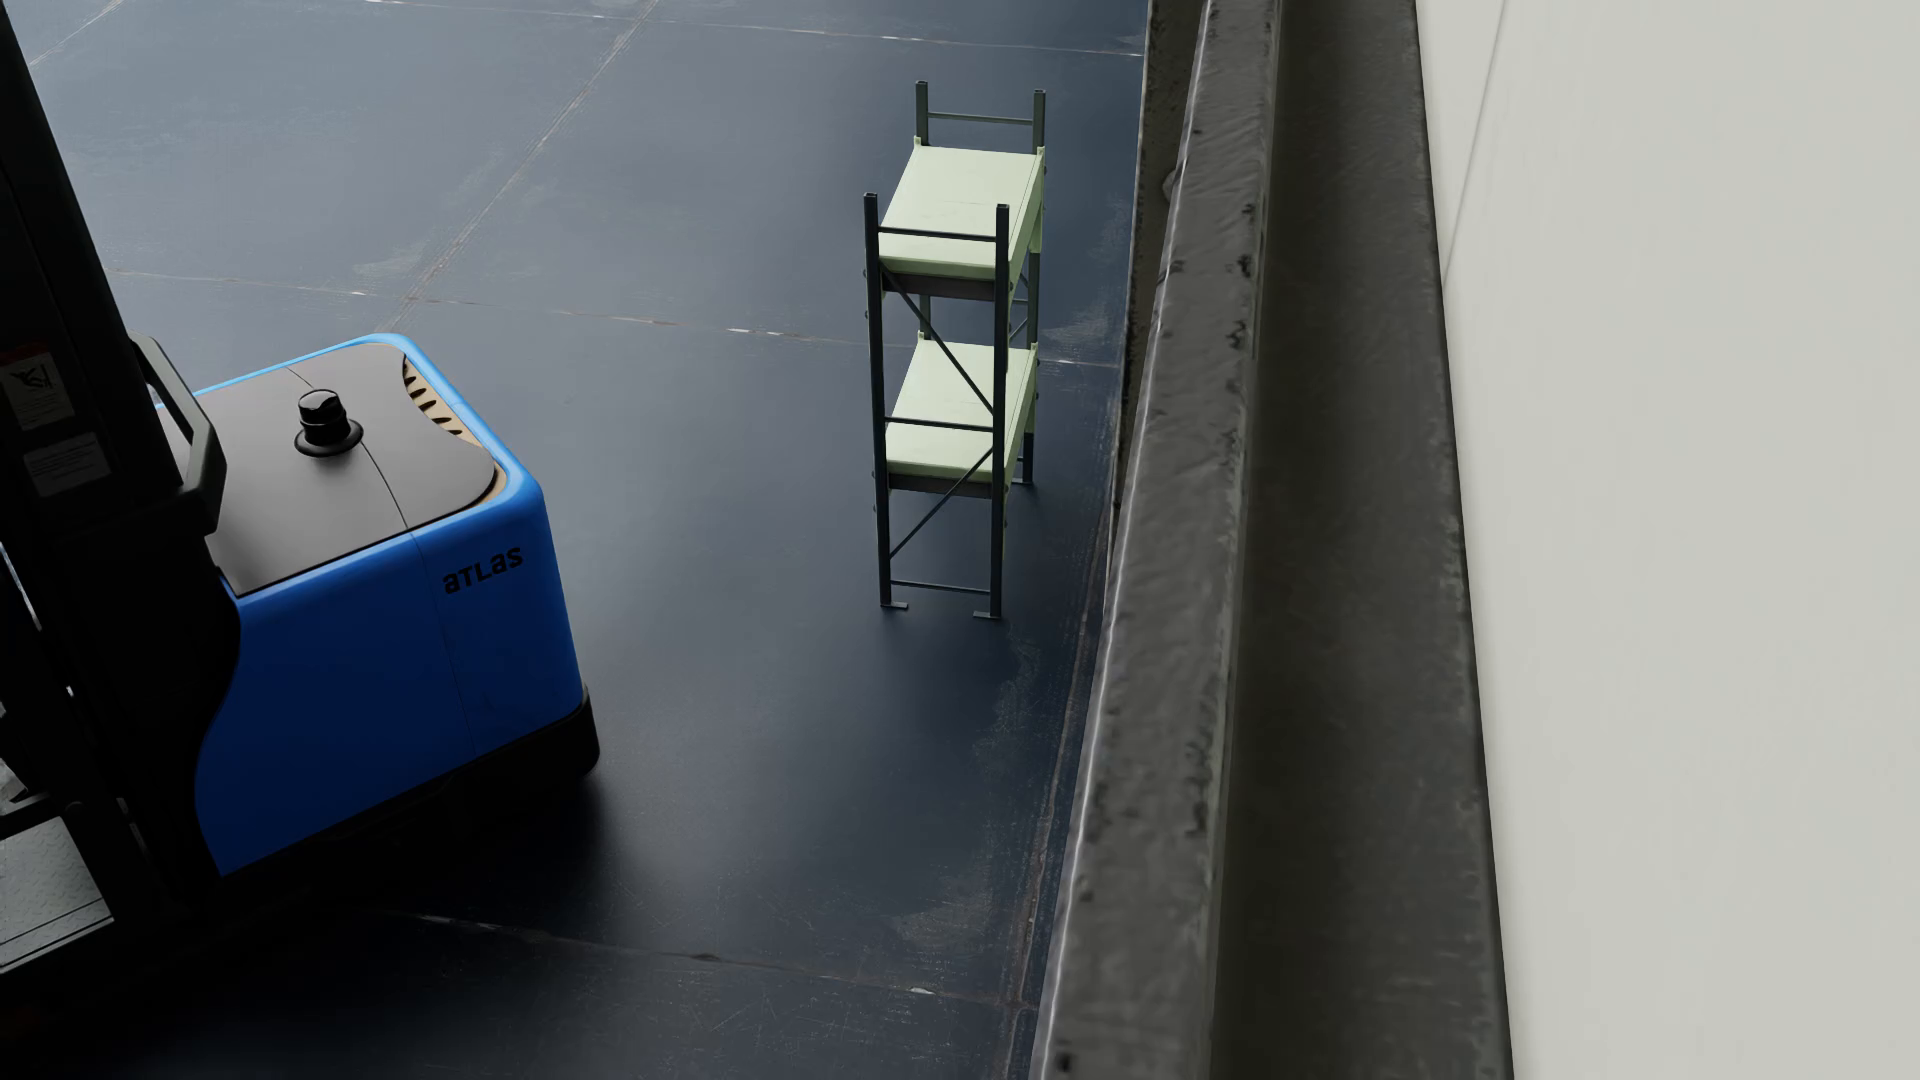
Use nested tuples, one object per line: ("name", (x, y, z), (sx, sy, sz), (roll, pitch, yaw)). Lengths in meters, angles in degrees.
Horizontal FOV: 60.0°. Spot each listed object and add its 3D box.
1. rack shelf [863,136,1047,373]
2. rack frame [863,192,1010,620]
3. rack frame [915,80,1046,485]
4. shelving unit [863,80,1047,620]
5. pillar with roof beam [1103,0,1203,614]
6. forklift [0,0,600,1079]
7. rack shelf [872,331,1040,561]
("rack shelf", (-0.001, -0.875, 5.018), (0.431, 0.370, 0.720), (6, 40, 8))
("rack frame", (-0.064, -0.344, 4.989), (0.400, 1.500, 0.023), (6, 40, 8))
("rack frame", (0.062, -0.804, 5.545), (0.400, 1.500, 0.023), (6, 40, 8))
("shelving unit", (-0.001, -0.574, 5.267), (0.431, 1.500, 0.755), (6, 40, 8))
("pillar with roof beam", (-3.784, -2.707, 1.962), (9.100, 9.000, 0.400), (6, 40, 8))
("forklift", (-2.545, -0.124, 3.600), (3.031, 2.935, 1.130), (-25, 46, -27))
("rack shelf", (-0.001, -0.323, 5.475), (0.431, 0.370, 0.720), (6, 40, 8))
